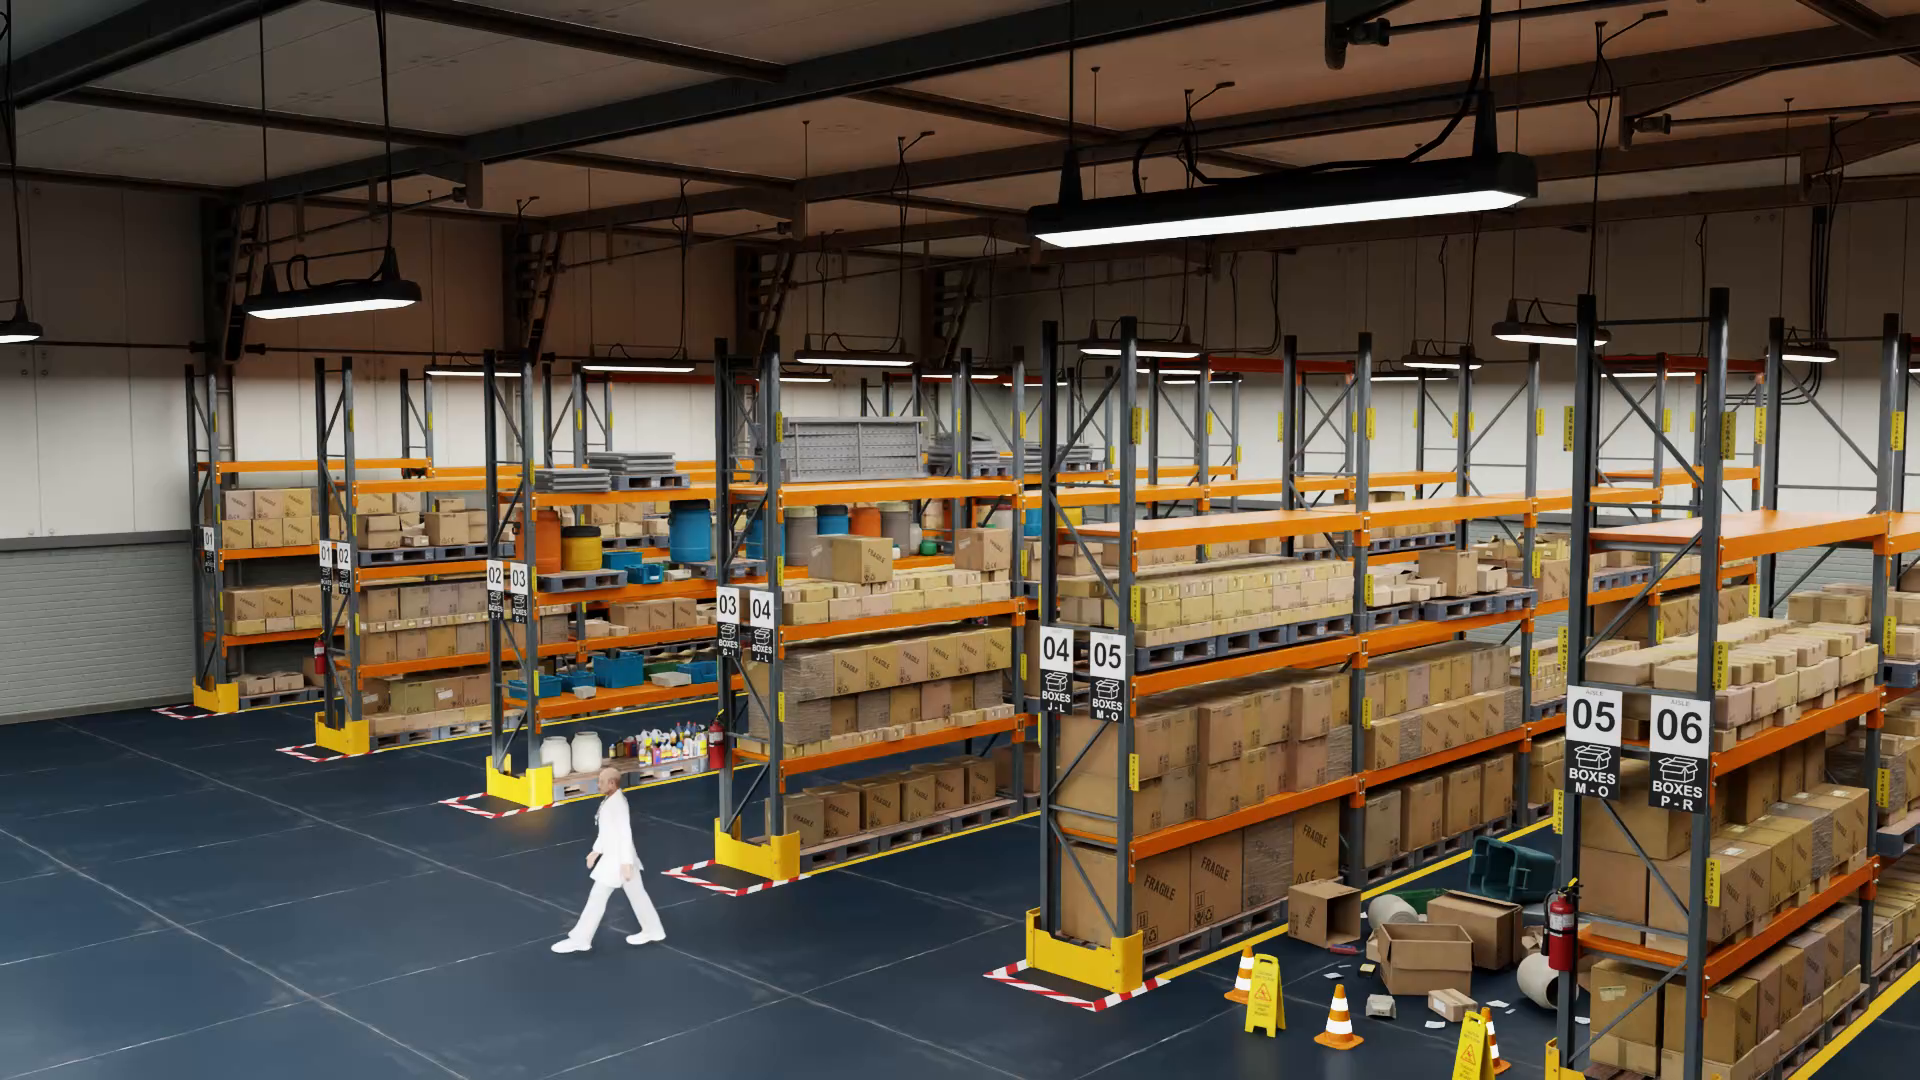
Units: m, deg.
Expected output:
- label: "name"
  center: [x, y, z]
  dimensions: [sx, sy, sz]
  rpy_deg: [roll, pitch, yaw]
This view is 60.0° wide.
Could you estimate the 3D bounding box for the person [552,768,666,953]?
- label: "person"
  center: [-3.374, 3.050, 15.960]
  dimensions: [1.065, 1.735, 0.611]
  rpy_deg: [-1, 4, -10]
